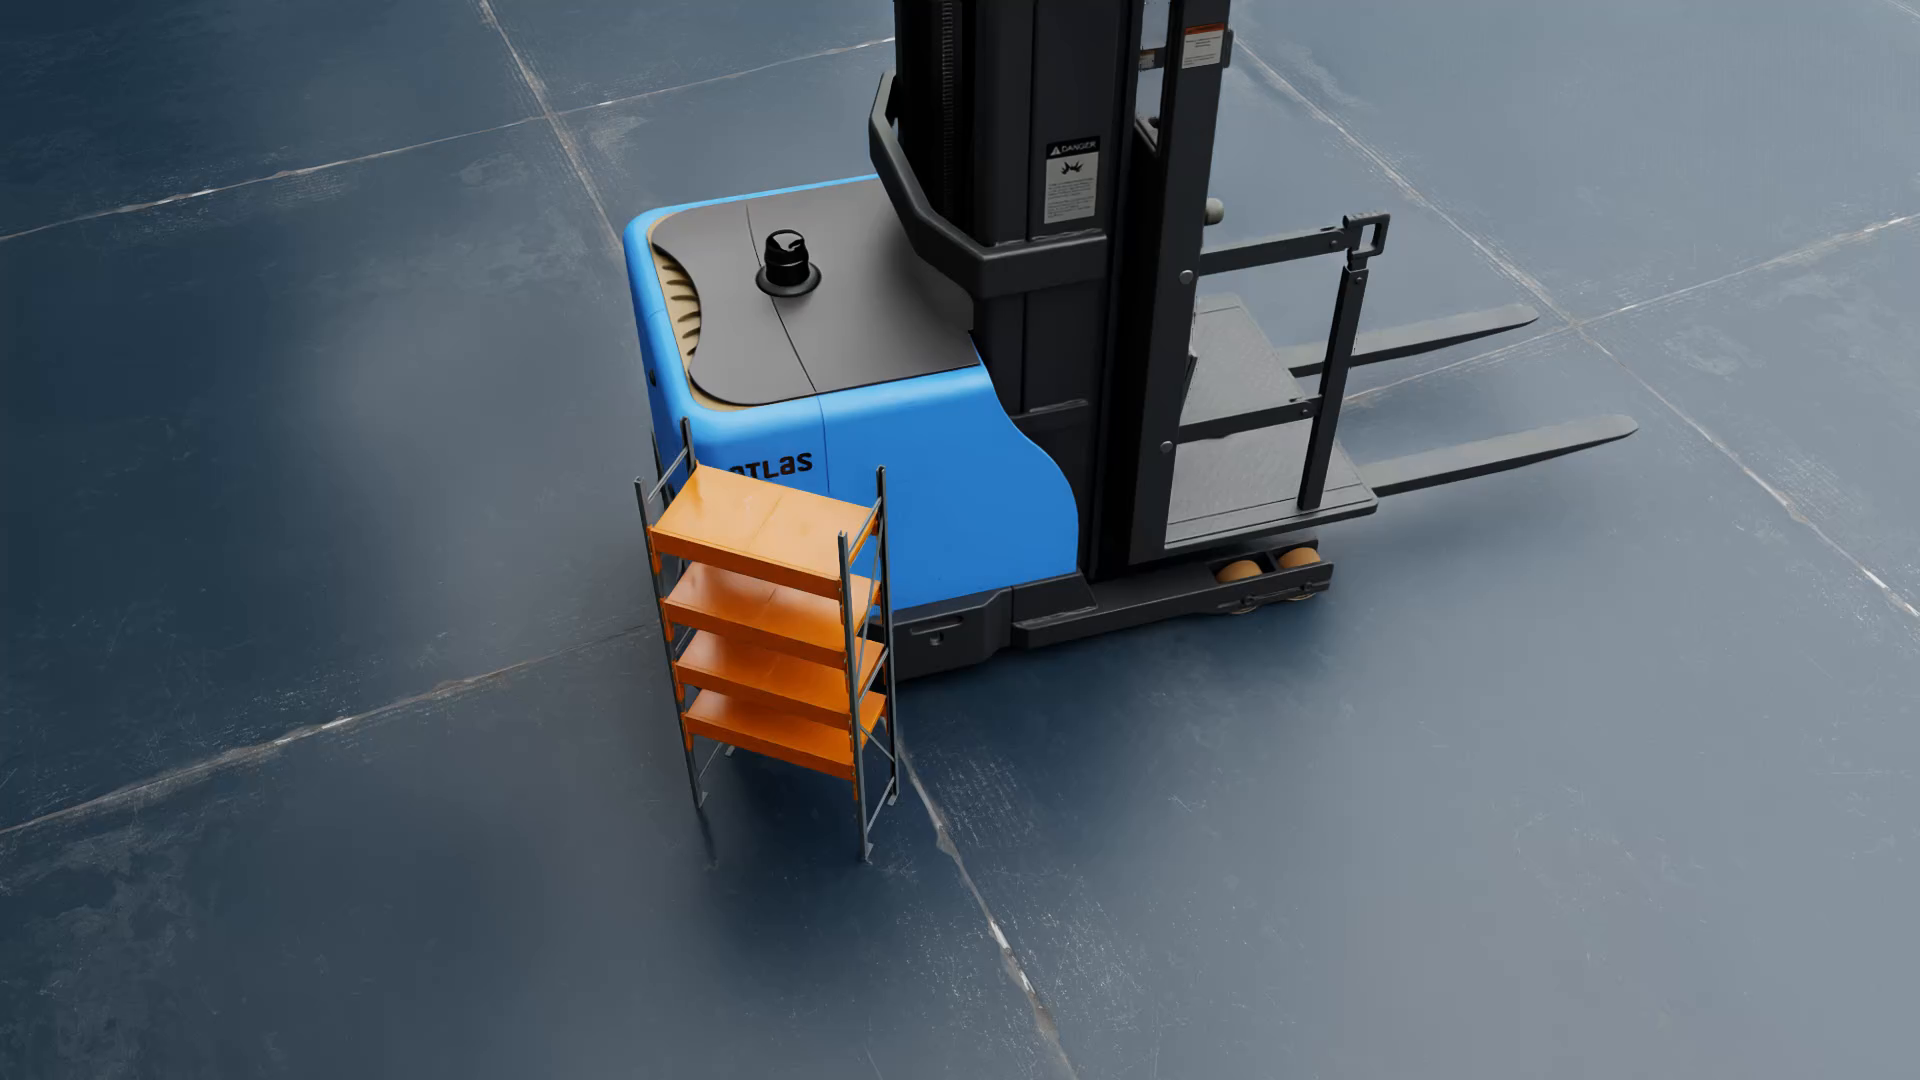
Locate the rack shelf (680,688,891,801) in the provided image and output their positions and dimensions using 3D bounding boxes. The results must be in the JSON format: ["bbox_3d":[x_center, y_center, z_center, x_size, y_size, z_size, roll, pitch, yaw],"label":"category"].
[{"bbox_3d":[-0.443,0.470,4.298,0.480,0.148,0.258,15,46,14],"label":"rack shelf"}]

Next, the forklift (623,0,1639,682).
[{"bbox_3d":[0.619,-1.166,4.345,3.031,2.935,1.130,-12,46,-12],"label":"forklift"}]

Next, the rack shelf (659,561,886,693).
[{"bbox_3d":[-0.443,0.169,4.001,0.480,0.148,0.258,15,46,14],"label":"rack shelf"}]

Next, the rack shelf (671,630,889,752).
[{"bbox_3d":[-0.443,0.329,4.159,0.480,0.148,0.258,15,46,14],"label":"rack shelf"}]

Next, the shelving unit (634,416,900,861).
[{"bbox_3d":[-0.443,0.281,4.111,0.503,1.200,0.258,15,46,14],"label":"shelving unit"}]

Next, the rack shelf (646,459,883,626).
[{"bbox_3d":[-0.443,0.001,3.835,0.480,0.148,0.258,15,46,14],"label":"rack shelf"}]

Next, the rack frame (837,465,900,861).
[{"bbox_3d":[-0.214,0.340,4.051,0.015,1.200,0.240,15,46,14],"label":"rack frame"}]

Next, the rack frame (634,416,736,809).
[{"bbox_3d":[-0.672,0.221,4.171,0.015,1.200,0.240,15,46,14],"label":"rack frame"}]
